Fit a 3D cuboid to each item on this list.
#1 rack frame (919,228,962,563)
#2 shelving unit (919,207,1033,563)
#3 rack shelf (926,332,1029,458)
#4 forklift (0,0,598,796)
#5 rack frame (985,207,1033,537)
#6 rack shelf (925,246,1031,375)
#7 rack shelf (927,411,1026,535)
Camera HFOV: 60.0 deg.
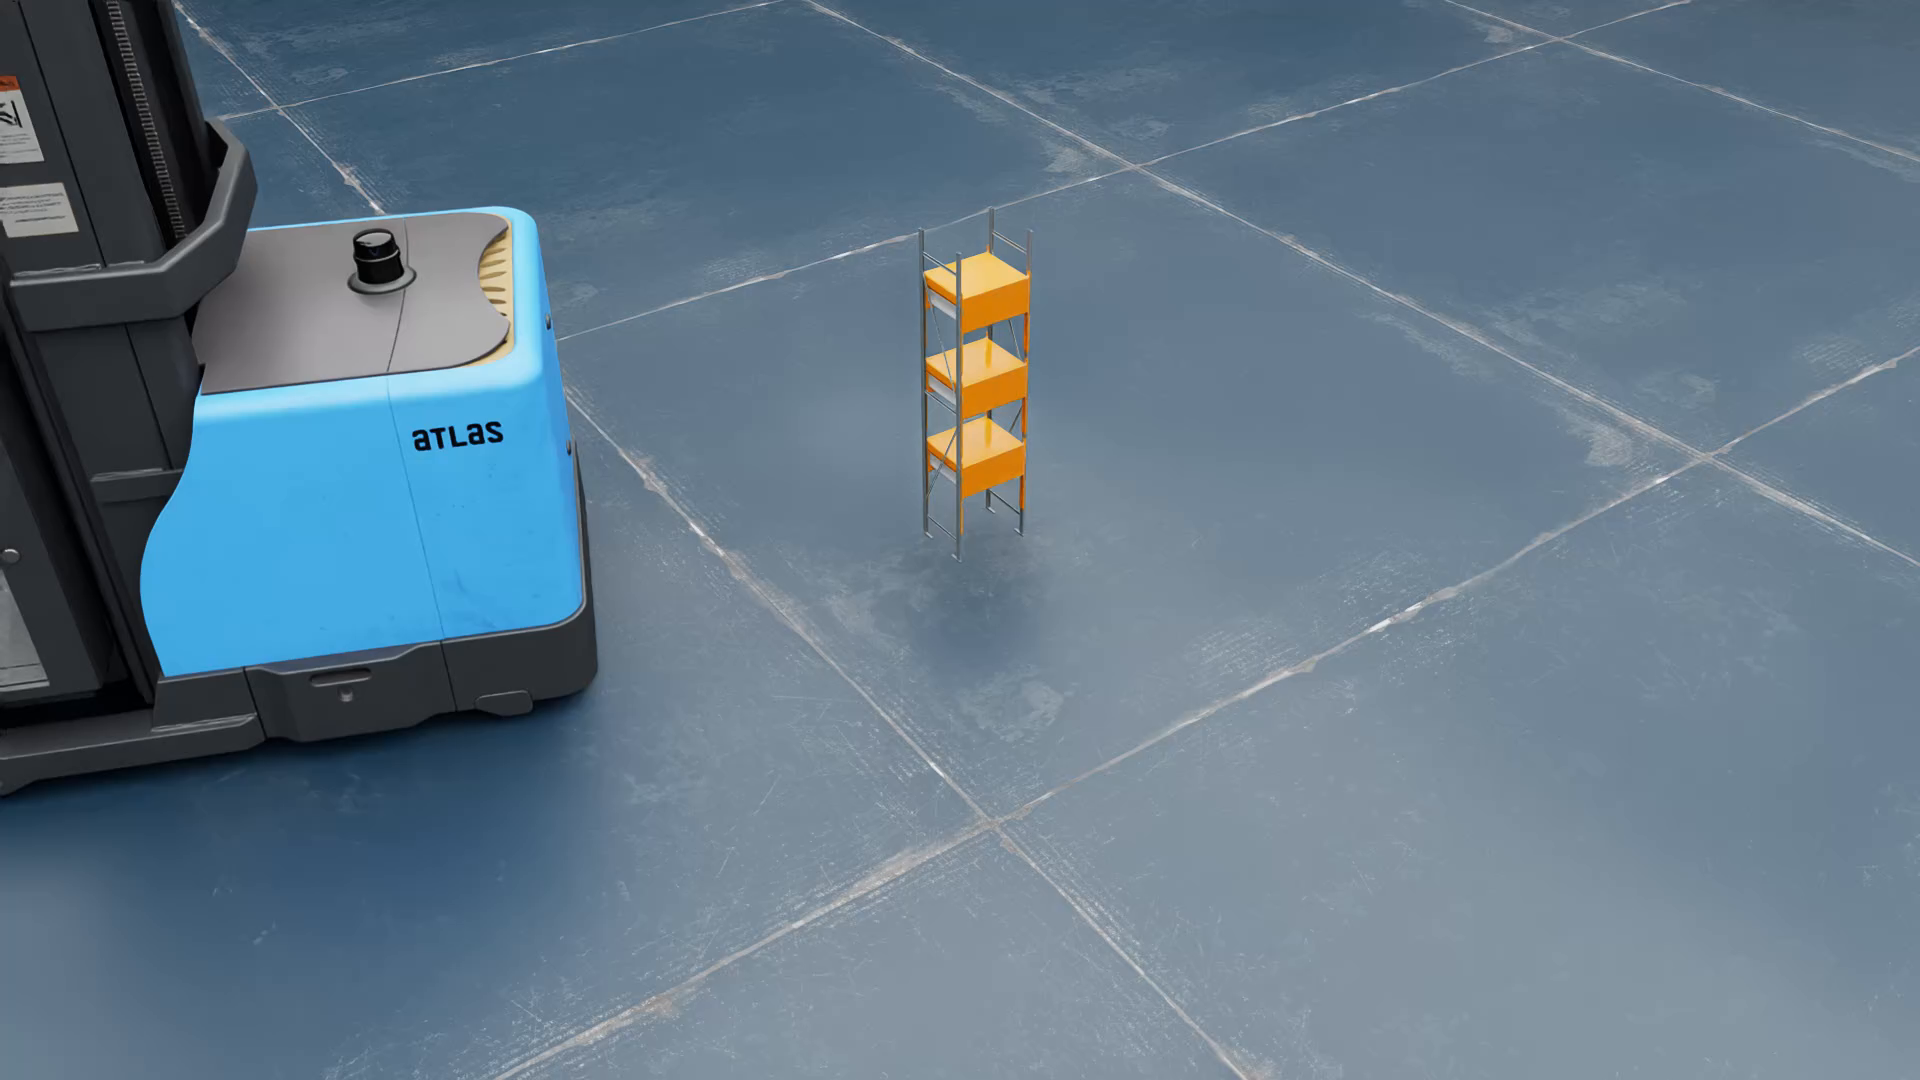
[{"bbox_3d":[-0.056,-0.403,4.911,0.008,1.050,0.200,-22,41,-28],"label":"rack frame"},{"bbox_3d":[0.044,-0.444,4.968,0.252,1.050,0.215,-22,41,-28],"label":"shelving unit"},{"bbox_3d":[0.044,-0.436,4.975,0.240,0.259,0.215,-22,41,-28],"label":"rack shelf"},{"bbox_3d":[-2.579,-0.821,3.881,3.031,2.935,1.130,-8,36,-10],"label":"forklift"},{"bbox_3d":[0.143,-0.485,5.026,0.008,1.050,0.200,-22,41,-28],"label":"rack frame"},{"bbox_3d":[0.044,-0.666,4.809,0.240,0.259,0.215,-22,41,-28],"label":"rack shelf"},{"bbox_3d":[0.044,-0.210,5.137,0.240,0.259,0.215,-22,41,-28],"label":"rack shelf"}]
